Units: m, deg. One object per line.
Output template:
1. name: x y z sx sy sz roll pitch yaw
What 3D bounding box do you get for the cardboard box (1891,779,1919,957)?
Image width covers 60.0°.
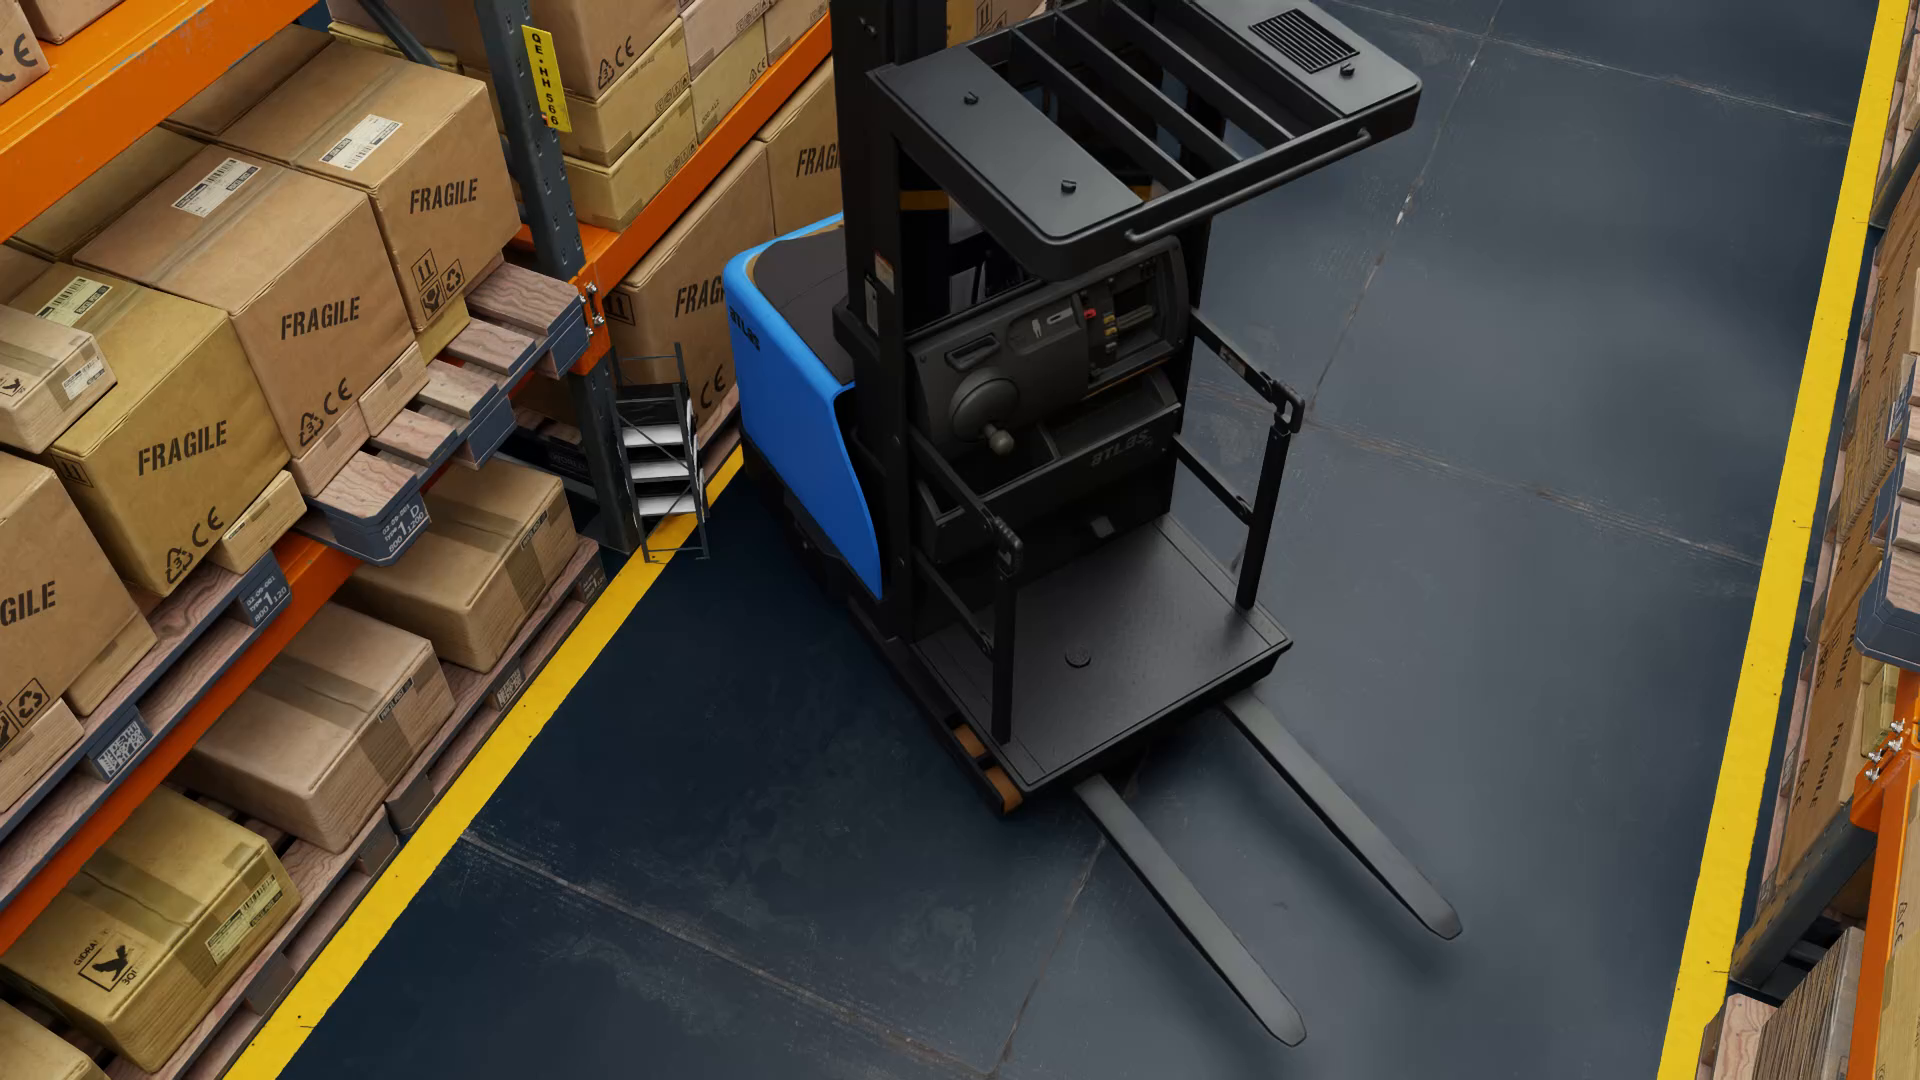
1. cardboard box: 2.422 0.775 3.720 0.500 0.250 0.500 20 52 16

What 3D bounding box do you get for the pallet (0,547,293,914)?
1. pallet: -2.466 0.326 4.129 1.003 0.211 1.213 20 52 16

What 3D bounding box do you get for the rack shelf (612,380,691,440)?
1. rack shelf: -1.060 -0.447 5.728 0.258 0.077 0.200 -4 50 -3

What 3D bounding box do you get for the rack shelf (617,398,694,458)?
1. rack shelf: -1.060 -0.388 5.797 0.258 0.077 0.200 -4 50 -3

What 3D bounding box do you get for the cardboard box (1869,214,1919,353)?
1. cardboard box: 3.913 -0.951 6.455 0.500 0.500 0.500 19 52 16

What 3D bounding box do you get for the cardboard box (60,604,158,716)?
1. cardboard box: -2.175 0.228 3.976 0.380 0.149 0.250 18 52 15

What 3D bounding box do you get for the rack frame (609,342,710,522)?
1. rack frame: -1.069 -0.371 5.974 0.240 0.900 0.006 -4 50 -3

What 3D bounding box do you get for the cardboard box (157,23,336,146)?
1. cardboard box: -2.058 -1.143 4.716 0.500 0.500 0.500 18 52 15

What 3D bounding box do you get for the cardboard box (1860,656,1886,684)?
1. cardboard box: 2.903 0.343 4.928 0.380 0.149 0.250 17 52 14

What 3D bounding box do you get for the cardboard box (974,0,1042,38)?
1. cardboard box: -0.141 -2.861 7.835 0.875 0.875 0.875 21 53 17

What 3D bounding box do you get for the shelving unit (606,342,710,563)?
1. shelving unit: -1.060 -0.293 5.909 0.258 0.900 0.210 -4 50 -3

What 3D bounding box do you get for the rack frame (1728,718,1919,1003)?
1. rack frame: 2.833 0.500 3.855 1.000 3.000 0.127 20 52 16

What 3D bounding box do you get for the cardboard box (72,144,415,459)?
1. cardboard box: -1.811 -0.614 4.266 0.500 0.500 0.500 19 52 16

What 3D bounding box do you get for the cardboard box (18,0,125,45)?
1. cardboard box: -2.071 -1.467 3.494 0.700 0.500 0.500 20 52 16

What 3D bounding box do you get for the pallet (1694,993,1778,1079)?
1. pallet: 2.446 1.958 4.445 1.003 0.211 1.213 20 52 16

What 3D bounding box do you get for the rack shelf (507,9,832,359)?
1. rack shelf: -0.802 -2.256 6.673 1.077 0.370 4.000 20 52 16

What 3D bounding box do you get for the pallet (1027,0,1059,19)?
1. pallet: -0.210 -2.407 8.160 1.003 0.211 1.213 20 52 16

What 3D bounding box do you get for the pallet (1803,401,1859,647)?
1. pallet: 3.708 0.065 6.056 1.003 0.211 1.213 20 52 16

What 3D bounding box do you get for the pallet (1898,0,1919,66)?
1. pallet: 5.356 -2.666 8.380 1.003 0.211 1.213 20 52 16

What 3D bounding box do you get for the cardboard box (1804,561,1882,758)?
1. cardboard box: 3.042 0.472 5.245 0.500 0.500 0.500 19 52 16

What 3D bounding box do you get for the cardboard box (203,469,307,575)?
1. cardboard box: -1.920 -0.104 4.258 0.380 0.149 0.250 21 53 17

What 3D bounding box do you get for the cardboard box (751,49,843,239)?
1. cardboard box: -0.902 -1.621 6.779 0.875 0.875 0.875 20 53 17

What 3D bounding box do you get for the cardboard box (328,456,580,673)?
1. cardboard box: -1.907 -0.011 5.740 0.950 0.372 0.625 17 52 14

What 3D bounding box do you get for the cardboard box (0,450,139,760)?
1. cardboard box: -2.259 0.109 3.651 0.500 0.500 0.500 18 52 15

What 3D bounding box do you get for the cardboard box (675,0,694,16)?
1. cardboard box: -1.022 -2.074 5.323 0.500 0.500 0.500 20 52 16

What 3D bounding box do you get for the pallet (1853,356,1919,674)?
1. pallet: 3.059 0.073 4.345 1.213 0.211 1.003 20 52 16

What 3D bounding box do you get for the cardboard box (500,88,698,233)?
1. cardboard box: -1.220 -1.319 5.501 0.500 0.250 0.500 19 52 15

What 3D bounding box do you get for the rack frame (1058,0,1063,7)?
1. rack frame: 0.052 -3.867 7.571 1.000 3.000 0.127 20 52 16

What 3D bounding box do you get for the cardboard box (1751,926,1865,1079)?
1. cardboard box: 2.554 1.559 4.238 0.875 0.625 0.625 21 53 17

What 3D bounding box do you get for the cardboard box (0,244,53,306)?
1. cardboard box: -2.495 -0.414 4.096 0.500 0.500 0.500 21 53 17

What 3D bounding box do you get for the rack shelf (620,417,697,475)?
1. rack shelf: -1.060 -0.330 5.866 0.258 0.077 0.200 -4 50 -3

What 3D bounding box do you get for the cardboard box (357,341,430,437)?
1. cardboard box: -1.700 -0.469 4.568 0.380 0.149 0.250 19 52 16

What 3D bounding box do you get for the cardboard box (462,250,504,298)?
1. cardboard box: -1.584 -0.865 4.906 0.380 0.149 0.250 22 53 17

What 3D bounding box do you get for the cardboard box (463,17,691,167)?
1. cardboard box: -1.217 -1.494 5.322 0.500 0.250 0.500 19 52 16

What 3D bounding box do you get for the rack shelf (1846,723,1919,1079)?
1. rack shelf: 1.978 2.110 2.957 1.077 0.370 4.000 20 52 16

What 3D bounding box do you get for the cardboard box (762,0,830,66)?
1. cardboard box: -0.788 -2.038 6.113 0.500 0.250 0.500 21 53 17

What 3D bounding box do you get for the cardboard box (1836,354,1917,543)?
1. cardboard box: 3.468 -0.253 5.862 0.500 0.500 0.500 18 52 15

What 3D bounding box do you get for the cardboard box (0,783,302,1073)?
1. cardboard box: -2.544 1.020 4.862 0.950 0.372 0.625 21 53 17

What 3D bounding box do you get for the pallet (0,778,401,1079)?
1. pallet: -2.515 1.166 5.119 1.003 0.211 1.213 20 52 16

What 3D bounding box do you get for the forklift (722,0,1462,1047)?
1. forklift: 0.398 -0.466 4.722 1.130 2.935 3.031 -26 55 -21

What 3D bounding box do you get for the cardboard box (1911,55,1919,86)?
1. cardboard box: 4.666 -2.229 7.697 0.396 0.266 0.258 22 53 17

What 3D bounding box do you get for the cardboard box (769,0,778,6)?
1. cardboard box: -0.771 -2.189 5.913 0.500 0.250 0.500 20 52 16
